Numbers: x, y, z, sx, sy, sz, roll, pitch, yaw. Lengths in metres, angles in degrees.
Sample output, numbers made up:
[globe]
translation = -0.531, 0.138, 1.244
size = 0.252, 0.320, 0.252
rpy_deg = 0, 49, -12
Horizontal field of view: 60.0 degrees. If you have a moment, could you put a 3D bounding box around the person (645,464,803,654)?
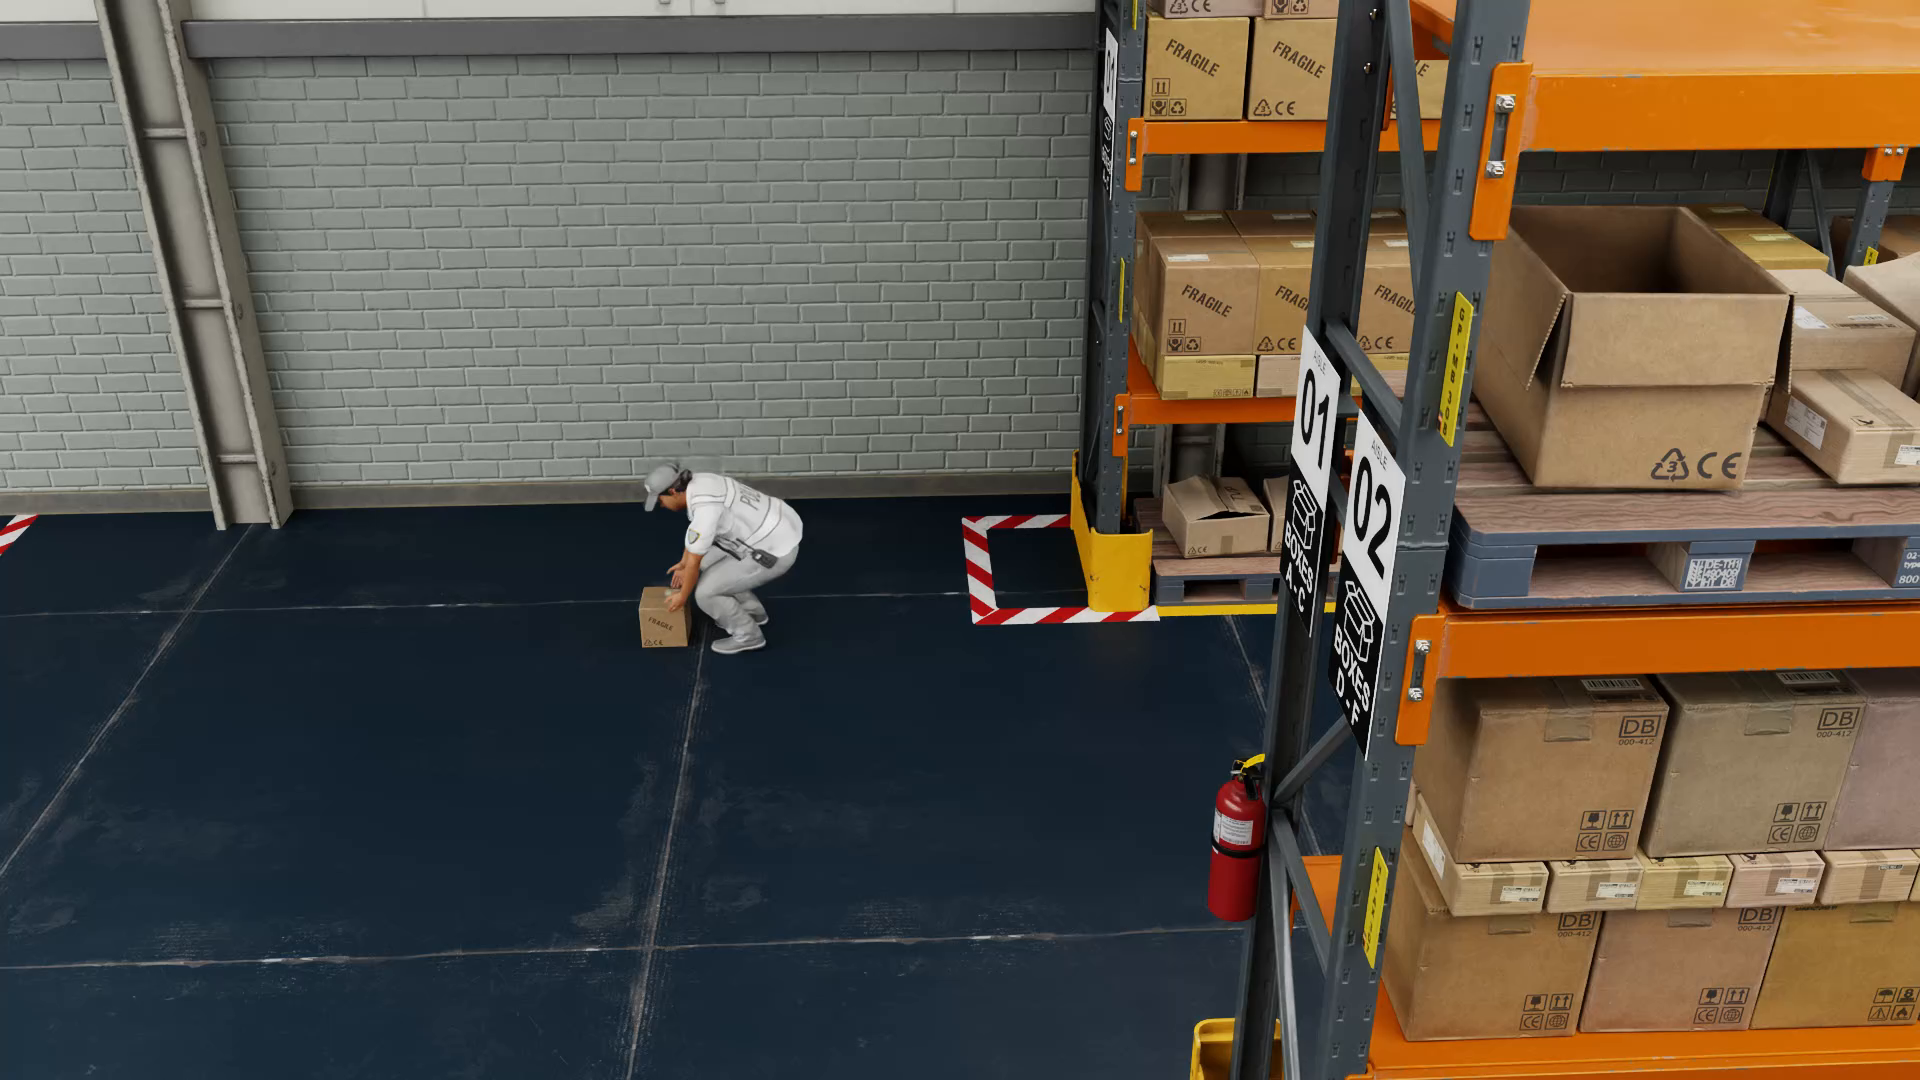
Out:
[person]
translation = -1.274, 0.075, 9.096
size = 0.833, 1.094, 0.530
rpy_deg = -1, 28, -3
